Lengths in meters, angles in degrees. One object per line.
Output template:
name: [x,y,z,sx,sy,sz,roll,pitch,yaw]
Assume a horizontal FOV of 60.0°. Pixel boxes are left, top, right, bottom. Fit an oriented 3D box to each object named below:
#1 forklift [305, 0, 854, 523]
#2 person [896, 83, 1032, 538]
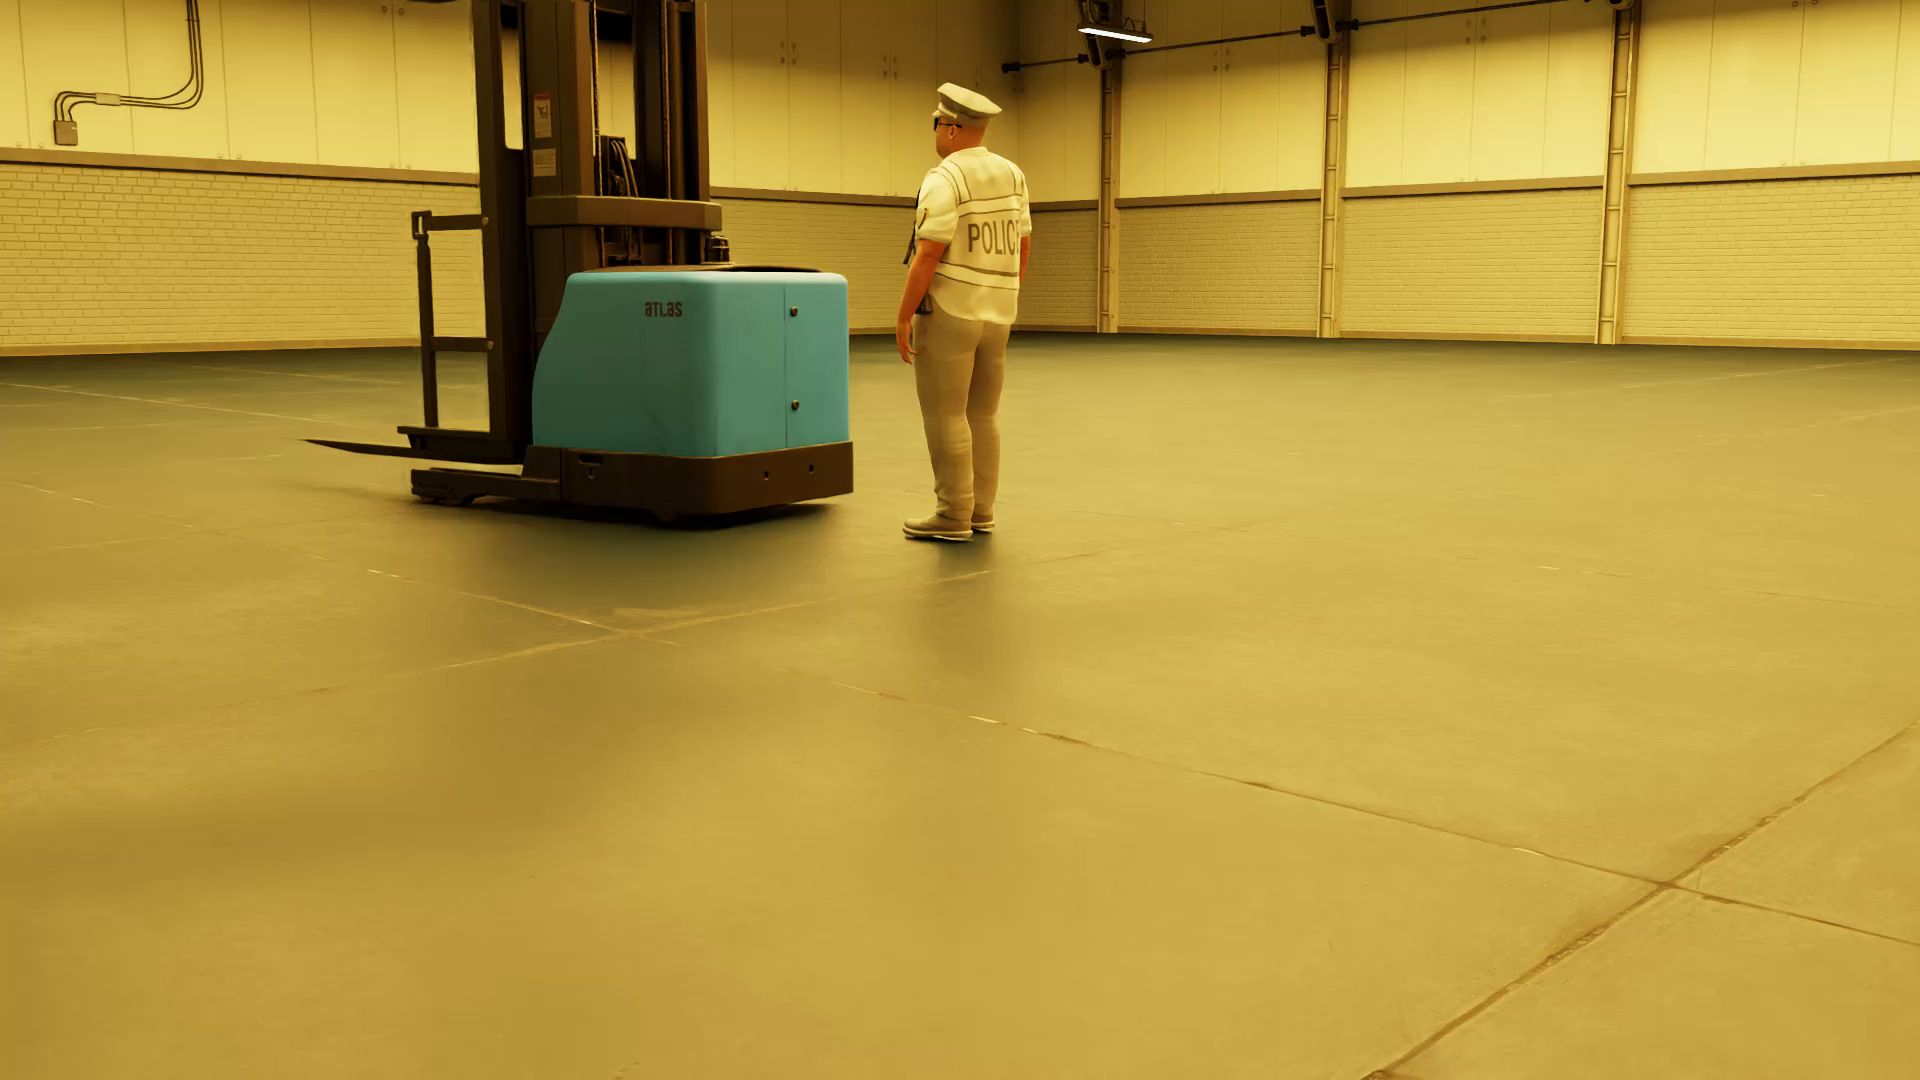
forklift: [-1.997,-1.667,7.946,3.031,2.935,1.130,6,10,34]
person: [-0.047,-0.898,6.645,0.575,1.781,0.640,8,12,43]
